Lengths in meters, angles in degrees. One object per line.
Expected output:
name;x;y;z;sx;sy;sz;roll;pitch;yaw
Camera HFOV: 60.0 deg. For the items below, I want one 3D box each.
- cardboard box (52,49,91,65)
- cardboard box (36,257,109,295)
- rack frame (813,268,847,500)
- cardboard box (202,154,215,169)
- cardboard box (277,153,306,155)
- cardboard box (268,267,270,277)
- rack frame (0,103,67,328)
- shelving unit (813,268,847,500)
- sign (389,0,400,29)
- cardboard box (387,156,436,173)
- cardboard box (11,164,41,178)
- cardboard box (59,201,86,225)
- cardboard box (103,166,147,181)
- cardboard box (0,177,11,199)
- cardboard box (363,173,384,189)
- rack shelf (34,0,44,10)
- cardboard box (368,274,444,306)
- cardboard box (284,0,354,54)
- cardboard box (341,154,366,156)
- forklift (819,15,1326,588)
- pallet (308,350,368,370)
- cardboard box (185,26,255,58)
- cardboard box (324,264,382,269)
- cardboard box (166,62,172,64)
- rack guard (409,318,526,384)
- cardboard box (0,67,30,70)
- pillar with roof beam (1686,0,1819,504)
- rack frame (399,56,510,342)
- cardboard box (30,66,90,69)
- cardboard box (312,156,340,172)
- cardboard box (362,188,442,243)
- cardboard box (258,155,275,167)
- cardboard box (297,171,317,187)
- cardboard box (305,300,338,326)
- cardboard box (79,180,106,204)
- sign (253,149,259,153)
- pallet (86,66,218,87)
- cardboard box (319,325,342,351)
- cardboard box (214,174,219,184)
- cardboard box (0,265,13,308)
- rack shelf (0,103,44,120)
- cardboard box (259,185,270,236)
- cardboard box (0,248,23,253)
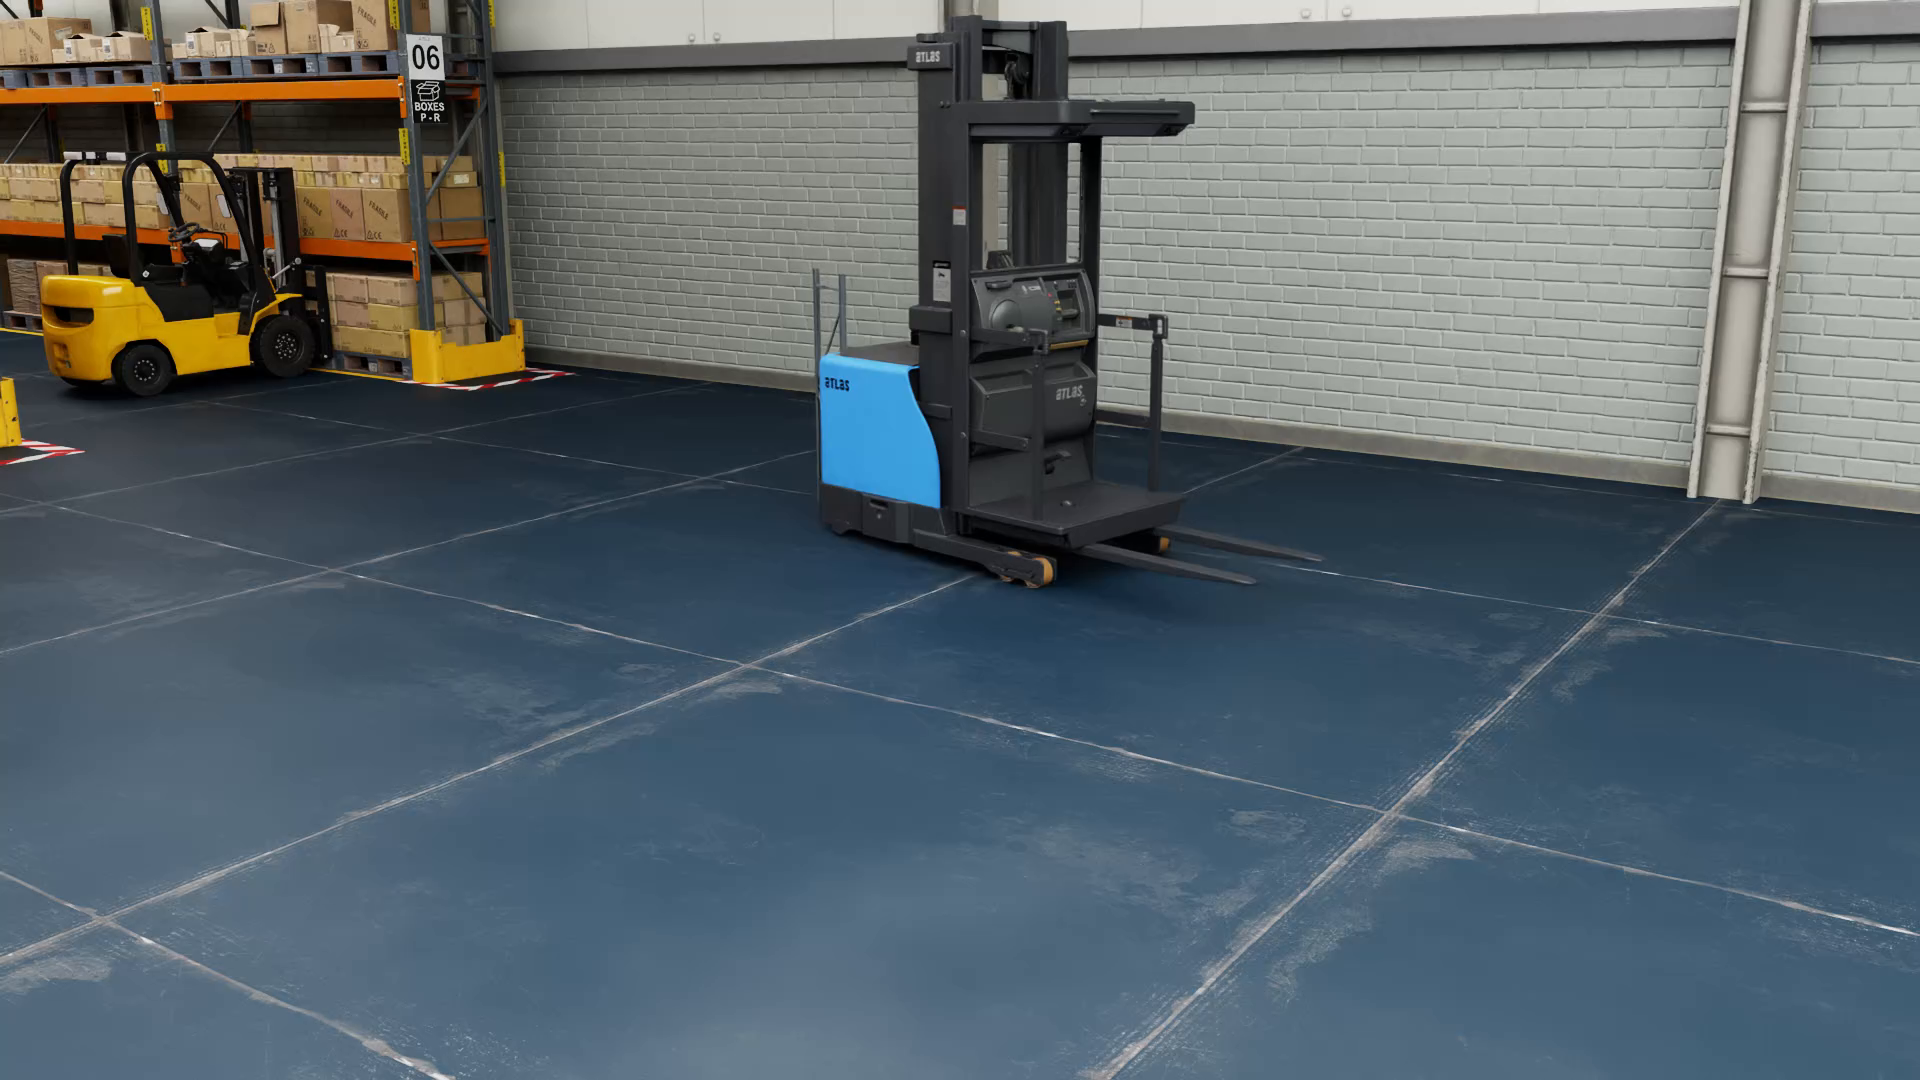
cardboard box;-9.878;-5.395;18.572;0.250;0.149;0.380;9;16;32
cardboard box;-10.419;-3.033;19.901;0.625;0.625;0.875;10;17;35
rack frame;-0.815;-0.941;10.502;0.032;1.500;0.500;-6;15;-24
cardboard box;-7.780;-4.010;17.604;0.250;0.149;0.380;9;17;34
cardboard box;-7.068;-4.047;17.754;0.250;0.149;0.380;9;16;32
cardboard box;-7.092;-2.710;17.296;0.500;0.250;0.500;10;17;35
rack frame;-11.476;-4.154;20.363;0.127;3.000;1.000;9;17;33
shelving unit;-0.354;-0.993;10.712;1.048;1.500;0.538;-6;15;-24
sign;-5.152;-4.823;15.142;0.005;0.325;0.100;9;17;33
cardboard box;-5.252;-3.595;15.928;0.250;0.149;0.380;9;17;33
cardboard box;-10.926;-4.351;19.601;0.250;0.149;0.380;10;17;34
cardboard box;-9.969;-3.767;19.112;0.500;0.250;0.500;10;17;35
cardboard box;-9.254;-4.066;18.448;0.250;0.149;0.380;9;16;31
cardboard box;-11.258;-4.211;19.864;0.500;0.250;0.500;9;17;33
cardboard box;-5.510;-3.464;16.016;0.250;0.149;0.380;9;17;34
rack shelf;-9.816;-6.255;18.693;4.000;0.370;1.077;9;17;33
cardboard box;-5.394;-2.436;16.187;0.500;0.250;0.500;10;17;35
cardboard box;-6.135;-5.007;16.273;0.500;0.500;0.700;9;17;33
cardboard box;-6.264;-3.890;17.118;0.250;0.149;0.380;9;17;33
forklift;0.561;-1.307;9.003;3.031;2.935;1.130;13;19;43
pallet;-6.504;-1.986;17.406;1.213;0.211;1.003;9;17;33
cardboard box;-7.602;-5.123;17.137;0.500;0.311;0.500;10;17;34
cardboard box;-6.378;-2.744;17.432;0.500;0.250;0.500;9;16;32
cardboard box;-8.751;-5.357;18.421;0.250;0.149;0.380;9;17;33
rack guard;-4.818;-1.865;16.316;0.348;0.500;1.175;9;17;33
cardboard box;-11.645;-5.828;20.363;0.250;0.149;0.380;9;17;33
pillar with roof beam;2.642;-3.799;6.443;0.400;9.000;9.100;9;17;33
rack frame;-4.837;-3.082;16.029;0.127;3.000;1.000;9;17;33
cardboard box;-10.731;-5.744;19.772;0.500;0.250;0.500;9;17;33
cardboard box;-6.150;-3.713;16.403;0.250;0.149;0.380;10;17;34
cardboard box;-5.392;-3.144;16.072;0.500;0.500;0.500;9;16;32
cardboard box;-6.944;-3.867;17.025;0.250;0.149;0.380;9;17;33
cardboard box;-6.360;-3.603;16.576;0.250;0.149;0.380;9;17;33
cardboard box;-6.266;-2.331;16.804;0.500;0.250;0.500;9;16;32
cardboard box;-9.559;-3.940;18.769;0.500;0.250;0.500;10;17;34
sign;-7.848;-4.187;18.530;0.005;0.325;0.100;9;17;33
pallet;-8.896;-5.097;18.326;1.217;0.209;0.805;8;16;31
cardboard box;-6.221;-2.088;16.864;0.500;0.250;0.500;9;17;33
cardboard box;-7.591;-3.822;17.464;0.250;0.149;0.380;9;17;33
cardboard box;-11.946;-3.159;20.669;0.500;0.500;0.500;10;17;34
rack shelf;-13.135;-5.529;21.172;4.000;0.370;1.077;9;17;33
cardboard box;-7.072;-3.421;17.191;0.500;0.500;0.500;9;17;32
cardboard box;-12.191;-3.650;21.304;0.250;0.149;0.380;9;17;34
